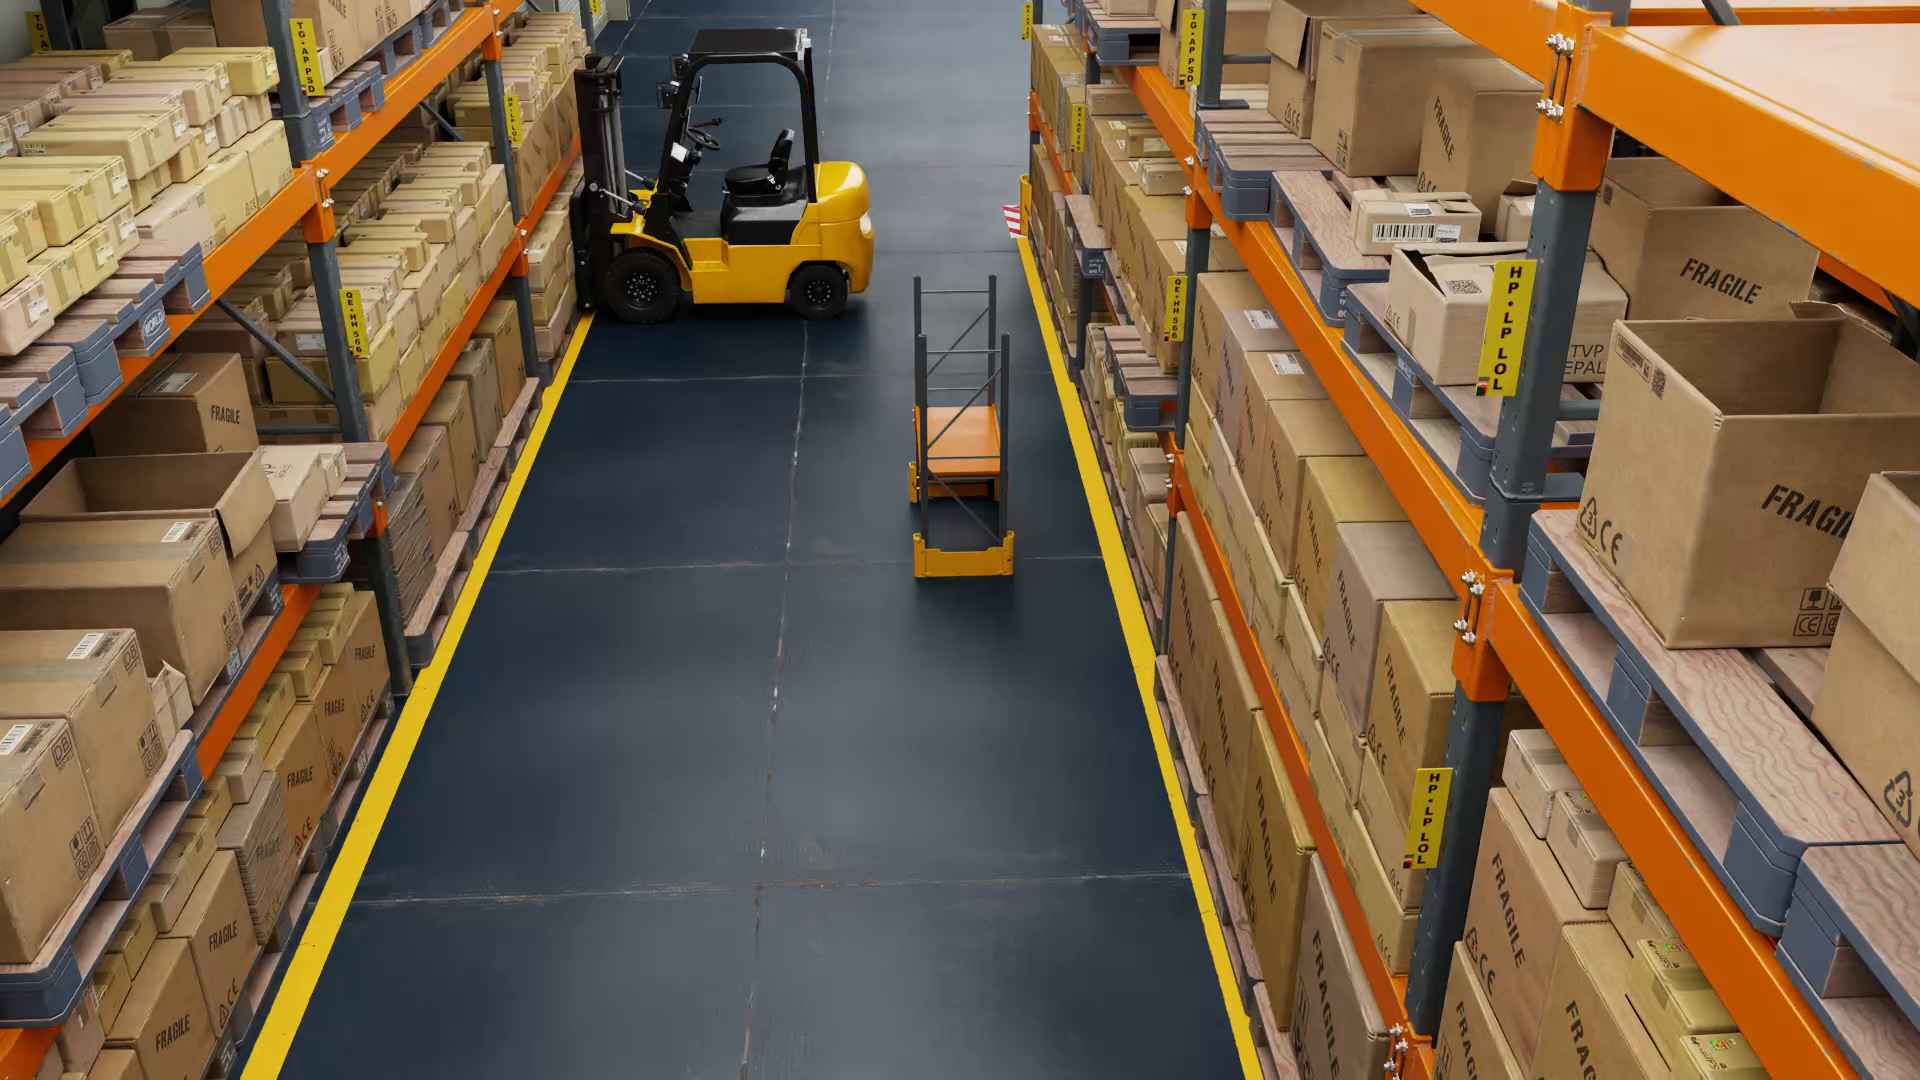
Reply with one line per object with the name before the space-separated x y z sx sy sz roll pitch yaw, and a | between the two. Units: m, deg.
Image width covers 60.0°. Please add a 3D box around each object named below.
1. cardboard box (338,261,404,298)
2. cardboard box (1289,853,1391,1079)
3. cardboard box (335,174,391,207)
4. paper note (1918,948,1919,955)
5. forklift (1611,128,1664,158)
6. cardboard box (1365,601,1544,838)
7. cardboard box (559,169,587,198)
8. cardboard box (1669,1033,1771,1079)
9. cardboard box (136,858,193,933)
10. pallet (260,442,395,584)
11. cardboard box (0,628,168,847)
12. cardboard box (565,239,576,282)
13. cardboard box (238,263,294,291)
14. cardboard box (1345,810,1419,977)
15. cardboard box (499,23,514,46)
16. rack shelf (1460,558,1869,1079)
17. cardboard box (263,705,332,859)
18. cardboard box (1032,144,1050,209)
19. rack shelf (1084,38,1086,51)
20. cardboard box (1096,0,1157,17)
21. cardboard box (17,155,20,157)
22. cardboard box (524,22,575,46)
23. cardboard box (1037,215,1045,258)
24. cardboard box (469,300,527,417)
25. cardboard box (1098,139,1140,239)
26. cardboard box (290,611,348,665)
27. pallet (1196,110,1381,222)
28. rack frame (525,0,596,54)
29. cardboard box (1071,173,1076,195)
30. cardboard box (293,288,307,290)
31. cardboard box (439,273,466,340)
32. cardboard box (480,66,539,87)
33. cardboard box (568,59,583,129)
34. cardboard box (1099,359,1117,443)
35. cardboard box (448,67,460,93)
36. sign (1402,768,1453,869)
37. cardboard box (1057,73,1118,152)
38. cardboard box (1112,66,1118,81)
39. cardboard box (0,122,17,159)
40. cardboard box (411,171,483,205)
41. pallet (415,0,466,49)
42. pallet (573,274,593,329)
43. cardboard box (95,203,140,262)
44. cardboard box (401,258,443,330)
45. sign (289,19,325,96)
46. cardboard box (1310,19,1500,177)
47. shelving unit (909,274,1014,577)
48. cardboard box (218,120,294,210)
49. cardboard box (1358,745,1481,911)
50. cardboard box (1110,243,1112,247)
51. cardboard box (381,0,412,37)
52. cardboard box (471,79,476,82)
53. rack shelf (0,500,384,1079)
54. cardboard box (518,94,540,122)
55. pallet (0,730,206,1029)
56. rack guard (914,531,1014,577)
cardboard box | -3.183 -1.371 8.826 0.380 0.149 0.250 -1 28 -2
cardboard box | 1.673 1.674 5.641 0.875 0.875 0.875 -1 28 -1
cardboard box | -3.777 -2.177 10.371 0.380 0.149 0.250 -2 28 -3
paper note | 1.303 0.576 2.201 0.006 0.032 0.123 -1 28 -3
forklift | 4.152 -1.416 9.796 1.130 2.935 3.031 10 29 18
cardboard box | 1.511 0.514 4.831 0.500 0.500 0.500 -1 28 -1
cardboard box | -3.394 -2.955 14.109 0.500 0.250 0.500 -1 28 -2
cardboard box | 1.564 1.054 3.095 0.380 0.149 0.250 -2 28 -4
cardboard box | -3.044 1.300 6.062 0.380 0.149 0.250 -1 28 -3
pallet | -3.275 -0.127 7.457 1.213 0.211 1.003 -1 28 -3
cardboard box | -3.000 0.625 5.245 0.700 0.500 0.500 -1 28 -2
cardboard box | -3.349 -2.255 13.309 0.500 0.250 0.500 -2 28 -3
cardboard box | -3.760 -1.351 8.788 0.380 0.149 0.250 -2 28 -4
cardboard box | 1.510 1.068 5.121 0.500 0.250 0.500 -2 28 -4
cardboard box | -3.986 -4.278 14.078 0.380 0.149 0.250 -1 28 -2
rack shelf | 1.890 1.115 2.403 1.077 0.370 4.000 -1 28 -3
cardboard box | -3.098 1.062 7.219 0.500 0.500 0.500 0 28 0
cardboard box | 0.927 -3.249 14.944 0.500 0.500 0.500 -2 28 -4
rack shelf | 1.263 -4.427 13.028 1.077 0.370 4.000 -1 28 -3
cardboard box | 1.074 -3.196 9.599 0.500 0.250 0.500 -2 28 -3
cardboard box | -3.611 -1.318 6.020 0.380 0.149 0.250 -2 28 -3
cardboard box | -3.484 -4.288 14.096 0.380 0.149 0.250 -1 28 -1
cardboard box | 0.944 -2.691 14.686 0.500 0.250 0.500 0 28 -1
cardboard box | -3.551 -1.263 11.542 0.875 0.625 0.625 0 28 0
cardboard box | 1.145 -2.171 10.285 0.500 0.500 0.500 -2 28 -3
cardboard box | -3.056 0.458 7.675 0.380 0.149 0.250 -3 28 -5
pallet | 1.663 -1.595 7.025 1.213 0.211 1.003 0 28 0
rack frame | -3.798 -4.218 15.093 1.000 3.000 0.127 -1 28 -3
cardboard box | 1.027 -2.637 12.334 0.380 0.149 0.250 -1 28 -1
cardboard box | -3.733 -1.347 9.210 0.500 0.250 0.500 -2 28 -3
cardboard box | -3.240 -1.377 9.809 0.500 0.250 0.500 -1 28 -1
cardboard box | -3.387 -3.465 12.520 0.380 0.149 0.250 -2 28 -3
cardboard box | -3.492 -3.801 14.187 0.500 0.500 0.500 -1 28 -1
cardboard box | 1.439 -0.939 11.194 0.950 0.372 0.625 0 28 1
cardboard box | -3.975 -3.448 12.485 0.380 0.149 0.250 -2 28 -3
sign | 1.244 0.742 4.418 0.100 0.325 0.005 -1 28 -3
cardboard box | 1.031 -3.345 12.989 0.500 0.500 0.500 -1 28 -1
cardboard box | 1.557 -3.789 12.760 0.700 0.500 0.500 -2 28 -4
cardboard box | -3.511 -1.335 5.732 0.380 0.149 0.250 -2 28 -3
cardboard box | -3.211 -2.199 10.413 0.380 0.149 0.250 -2 28 -4
pallet | -3.530 -3.209 10.122 0.805 0.209 1.217 -2 28 -5
pallet | -3.655 -2.067 13.985 1.003 0.211 1.213 -1 28 -3
cardboard box | -2.896 -0.982 5.355 0.380 0.149 0.250 -1 28 -1
cardboard box | -3.194 -1.363 9.241 0.500 0.250 0.500 -2 28 -4
sign | -2.838 -2.095 7.220 0.100 0.325 0.005 -1 28 -3
cardboard box | 1.818 -1.753 6.561 0.700 0.500 0.500 -3 28 -5
shelving unit | -0.004 -0.700 9.971 0.587 1.500 1.083 -1 28 -3
cardboard box | -3.111 -1.556 6.907 0.500 0.250 0.500 -2 28 -4
cardboard box | 1.520 0.849 4.999 0.500 0.250 0.500 -1 28 -3
cardboard box | 1.148 -1.940 10.543 0.380 0.149 0.250 -1 28 -2
cardboard box | -3.228 -2.939 8.727 0.500 0.500 0.500 -1 28 -1
cardboard box | -3.934 -3.441 12.794 0.380 0.149 0.250 -2 28 -3
rack shelf | -3.276 0.719 6.405 1.077 0.370 4.000 -1 28 -3
cardboard box | -3.338 -3.211 12.353 0.380 0.149 0.250 -1 28 -2
pallet | -3.104 1.037 5.225 1.003 0.211 1.213 -1 28 -3
rack guard | 0.022 0.084 9.819 0.587 0.250 0.087 -1 28 -3
